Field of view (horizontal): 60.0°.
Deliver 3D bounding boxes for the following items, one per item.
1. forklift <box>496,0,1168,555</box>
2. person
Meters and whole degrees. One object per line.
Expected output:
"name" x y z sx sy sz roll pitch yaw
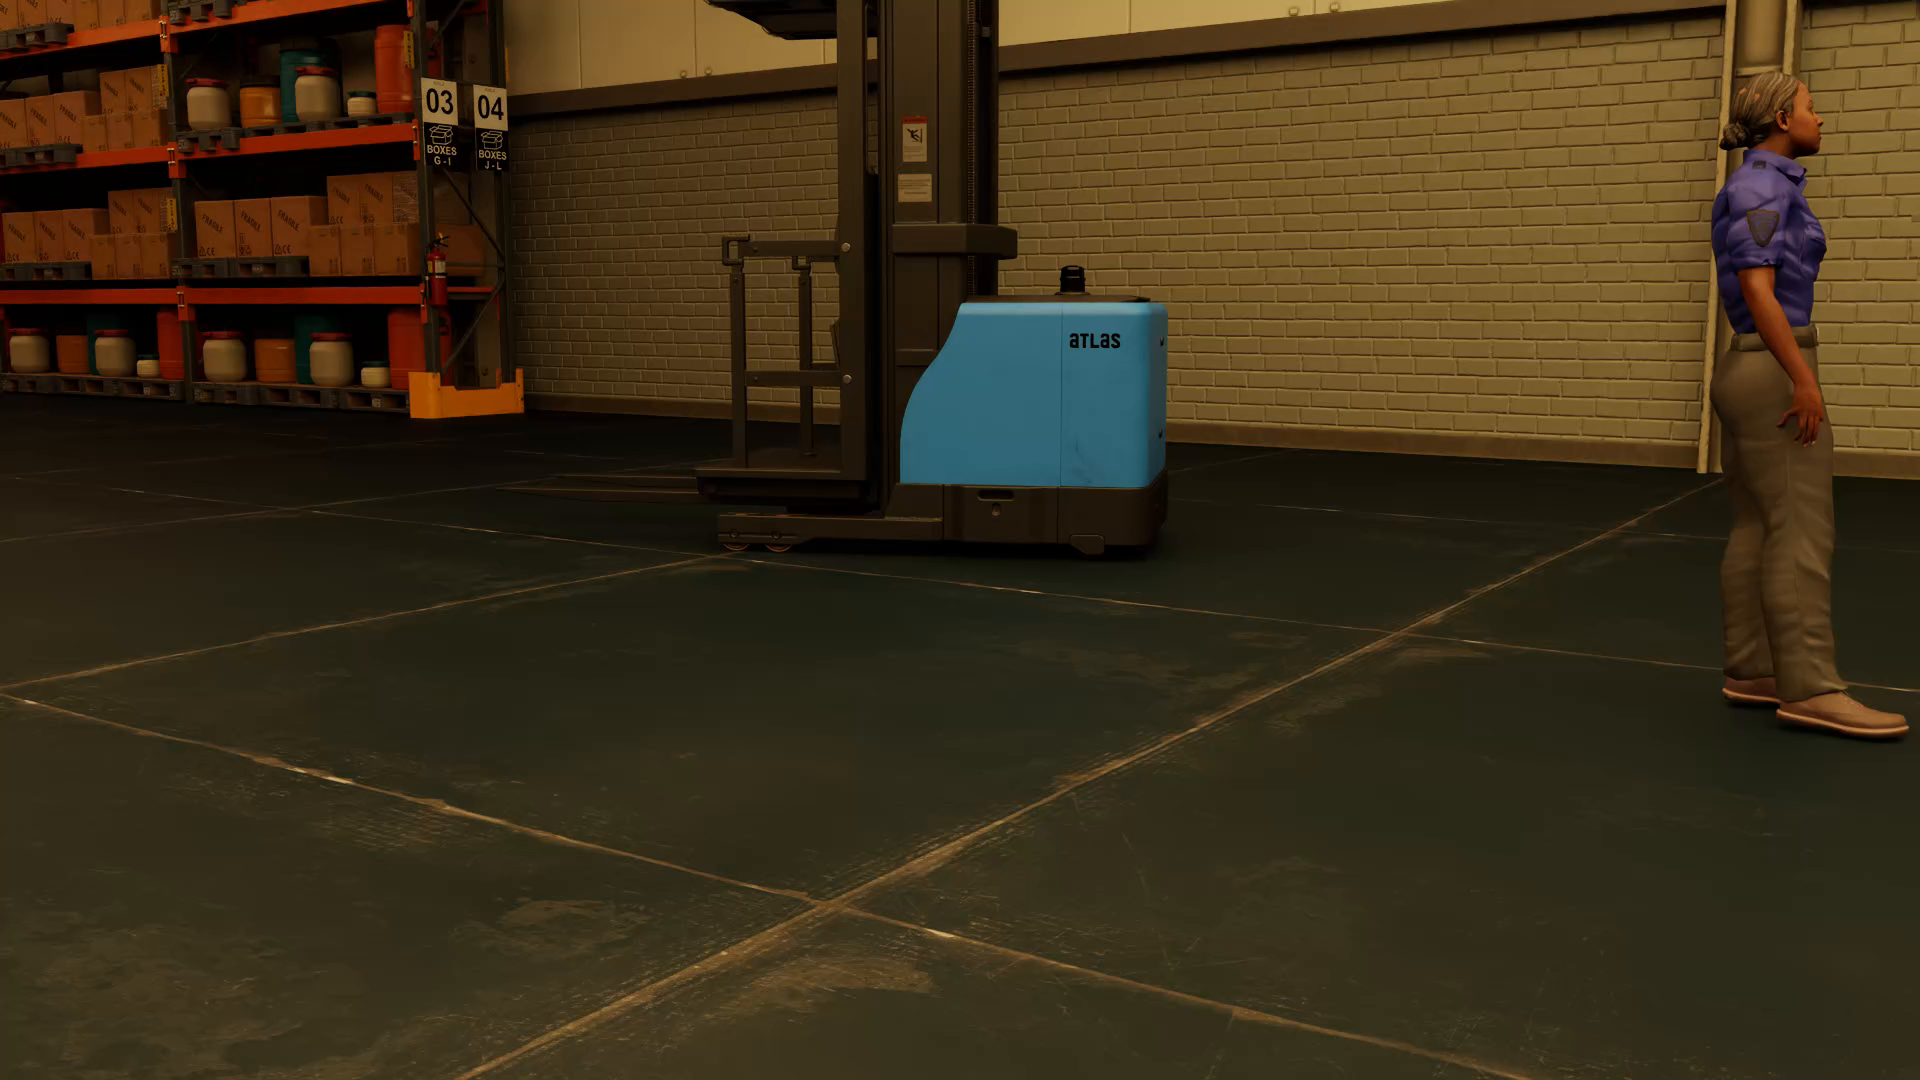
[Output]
"forklift" -0.596 -1.469 7.520 3.031 2.935 1.130 2 8 12
"person" 2.187 -0.372 4.295 0.504 1.654 0.570 3 9 20
